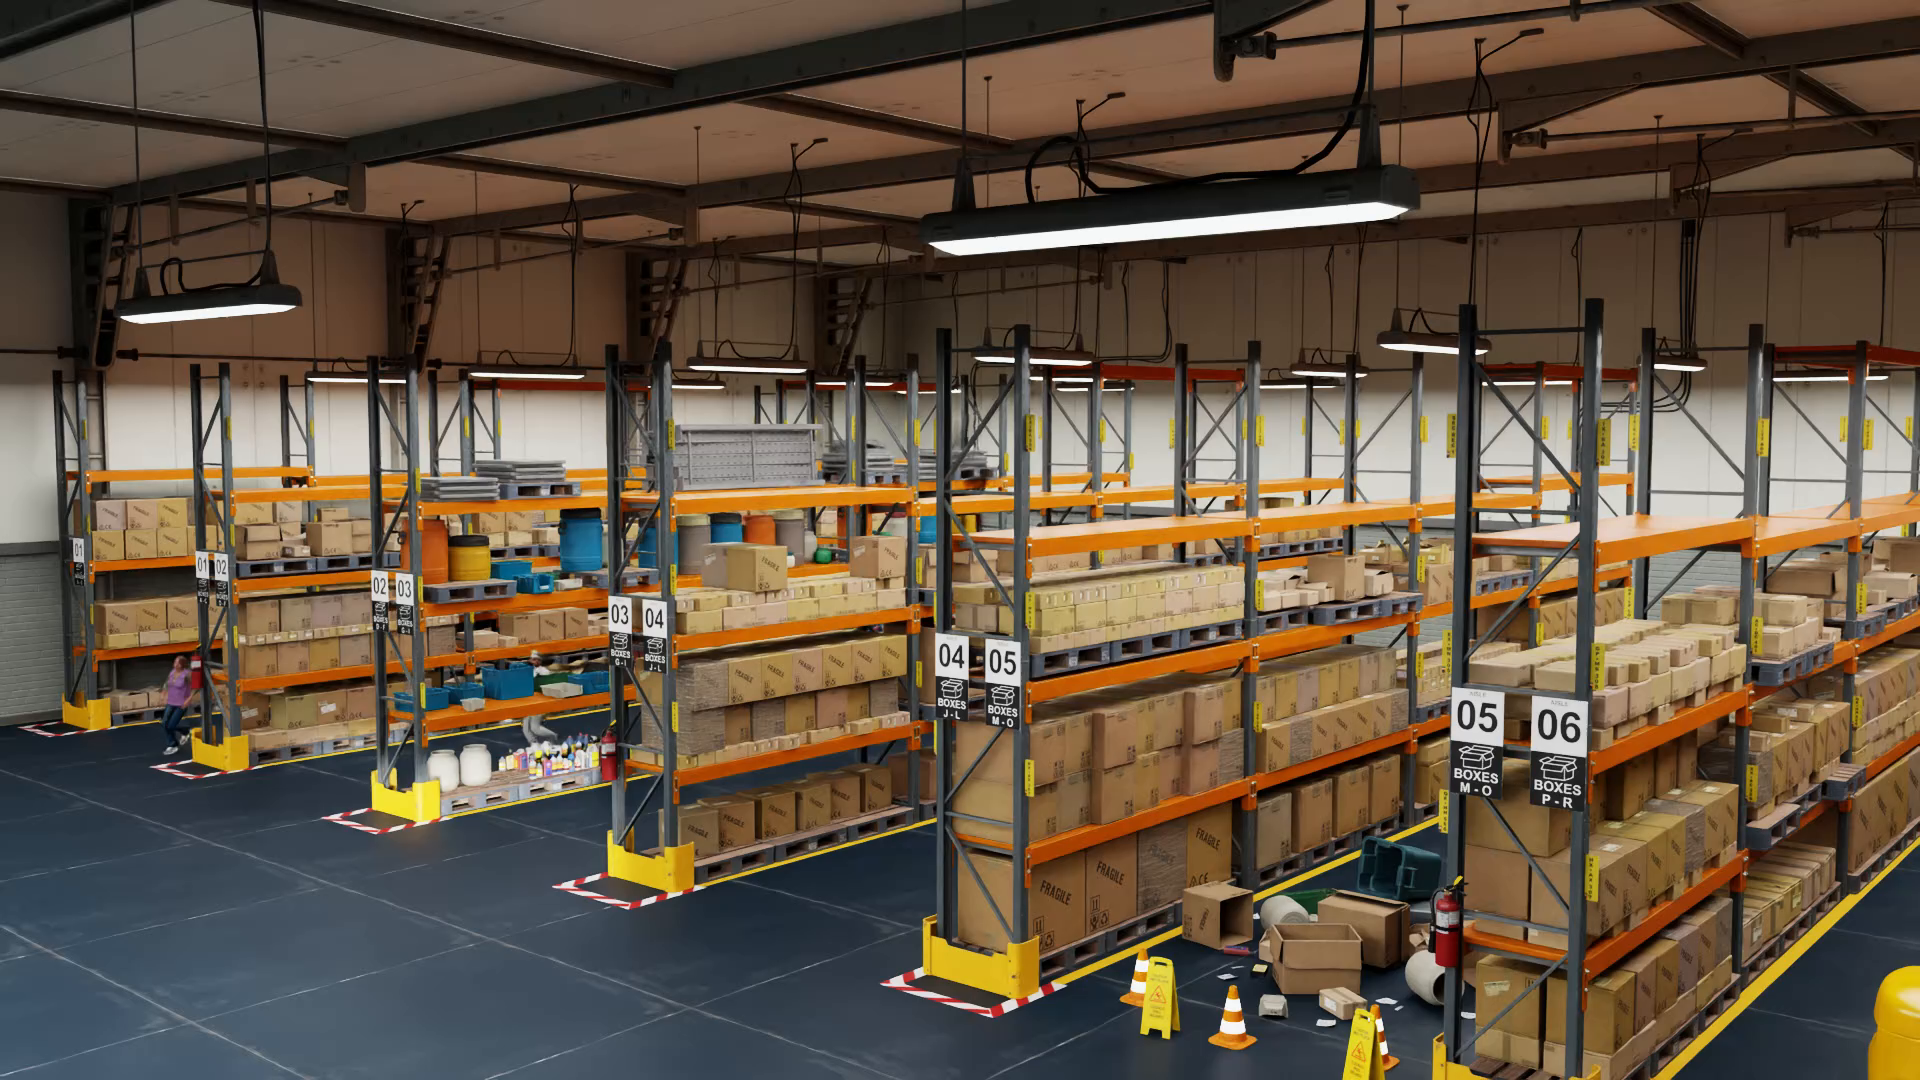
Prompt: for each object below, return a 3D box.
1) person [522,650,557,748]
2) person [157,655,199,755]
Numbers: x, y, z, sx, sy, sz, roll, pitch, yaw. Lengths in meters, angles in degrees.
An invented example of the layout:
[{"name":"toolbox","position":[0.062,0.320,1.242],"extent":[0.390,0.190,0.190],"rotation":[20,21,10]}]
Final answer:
[{"name":"person","position":[-6.492,2.499,25.494],"extent":[0.573,1.650,0.583],"rotation":[3,5,32]},{"name":"person","position":[-12.101,2.562,25.776],"extent":[0.585,1.538,0.495],"rotation":[1,4,16]}]
